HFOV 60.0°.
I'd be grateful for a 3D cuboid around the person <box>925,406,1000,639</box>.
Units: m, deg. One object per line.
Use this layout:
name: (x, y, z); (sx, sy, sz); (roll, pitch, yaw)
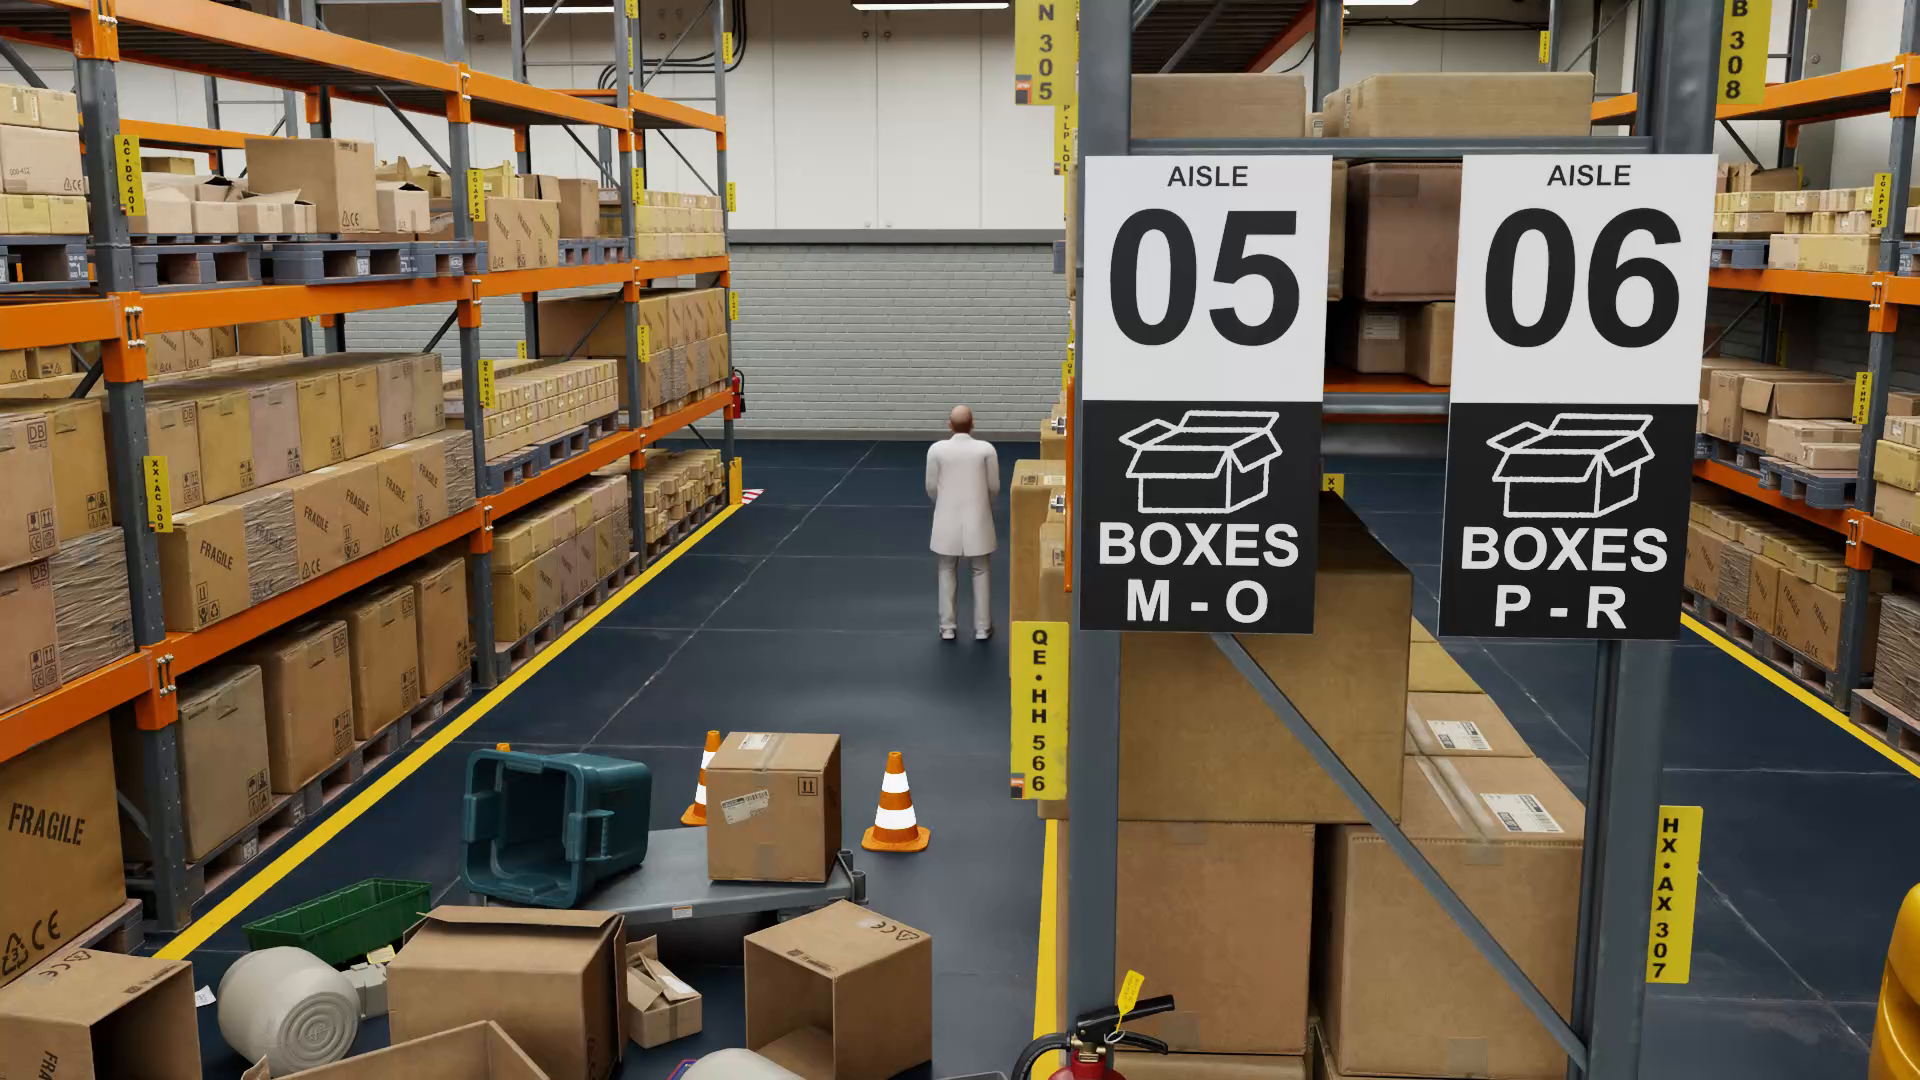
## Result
person: (0.027, -0.147, 12.732); (0.569, 1.783, 0.489); (1, 11, 3)
